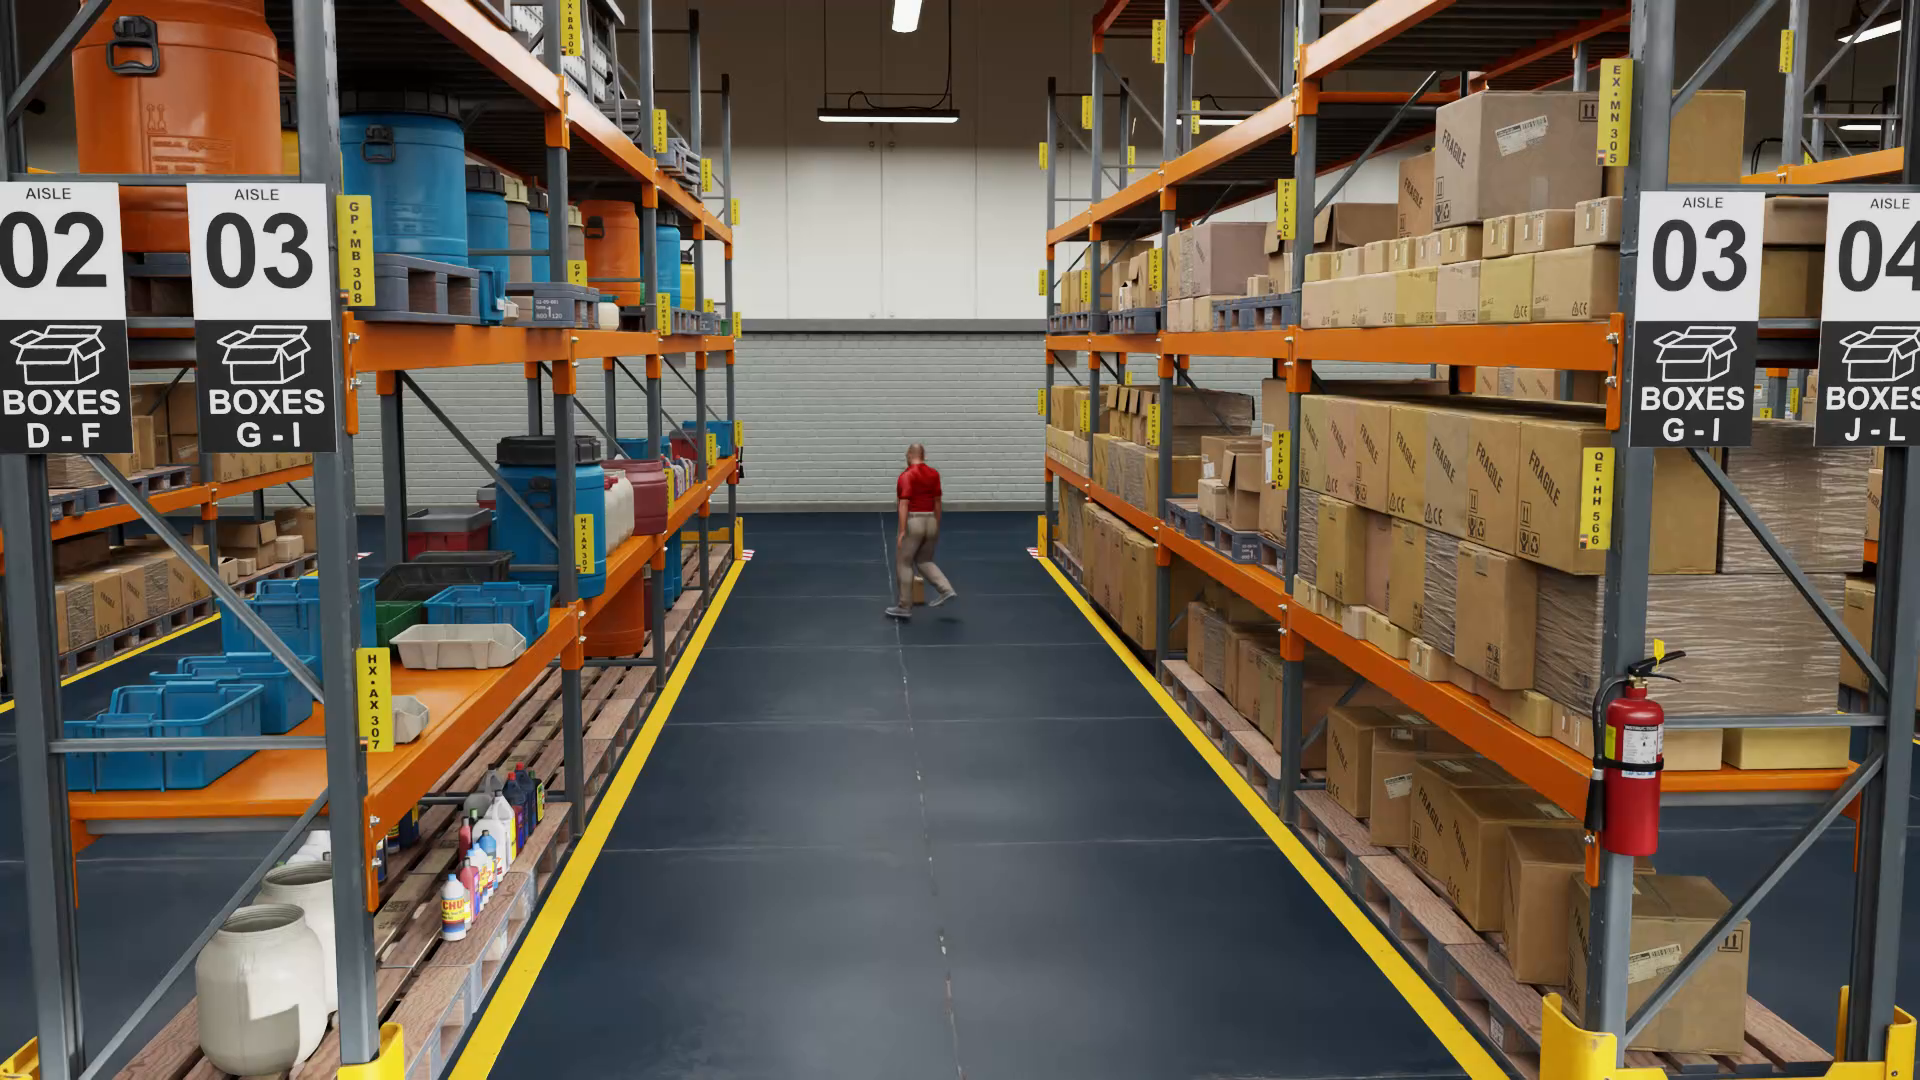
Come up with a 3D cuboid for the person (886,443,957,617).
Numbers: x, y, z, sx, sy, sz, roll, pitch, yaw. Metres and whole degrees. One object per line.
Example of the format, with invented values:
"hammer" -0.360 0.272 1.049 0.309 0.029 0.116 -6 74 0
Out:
"person" -0.397 -0.099 16.507 0.585 1.719 0.609 -6 9 -42
